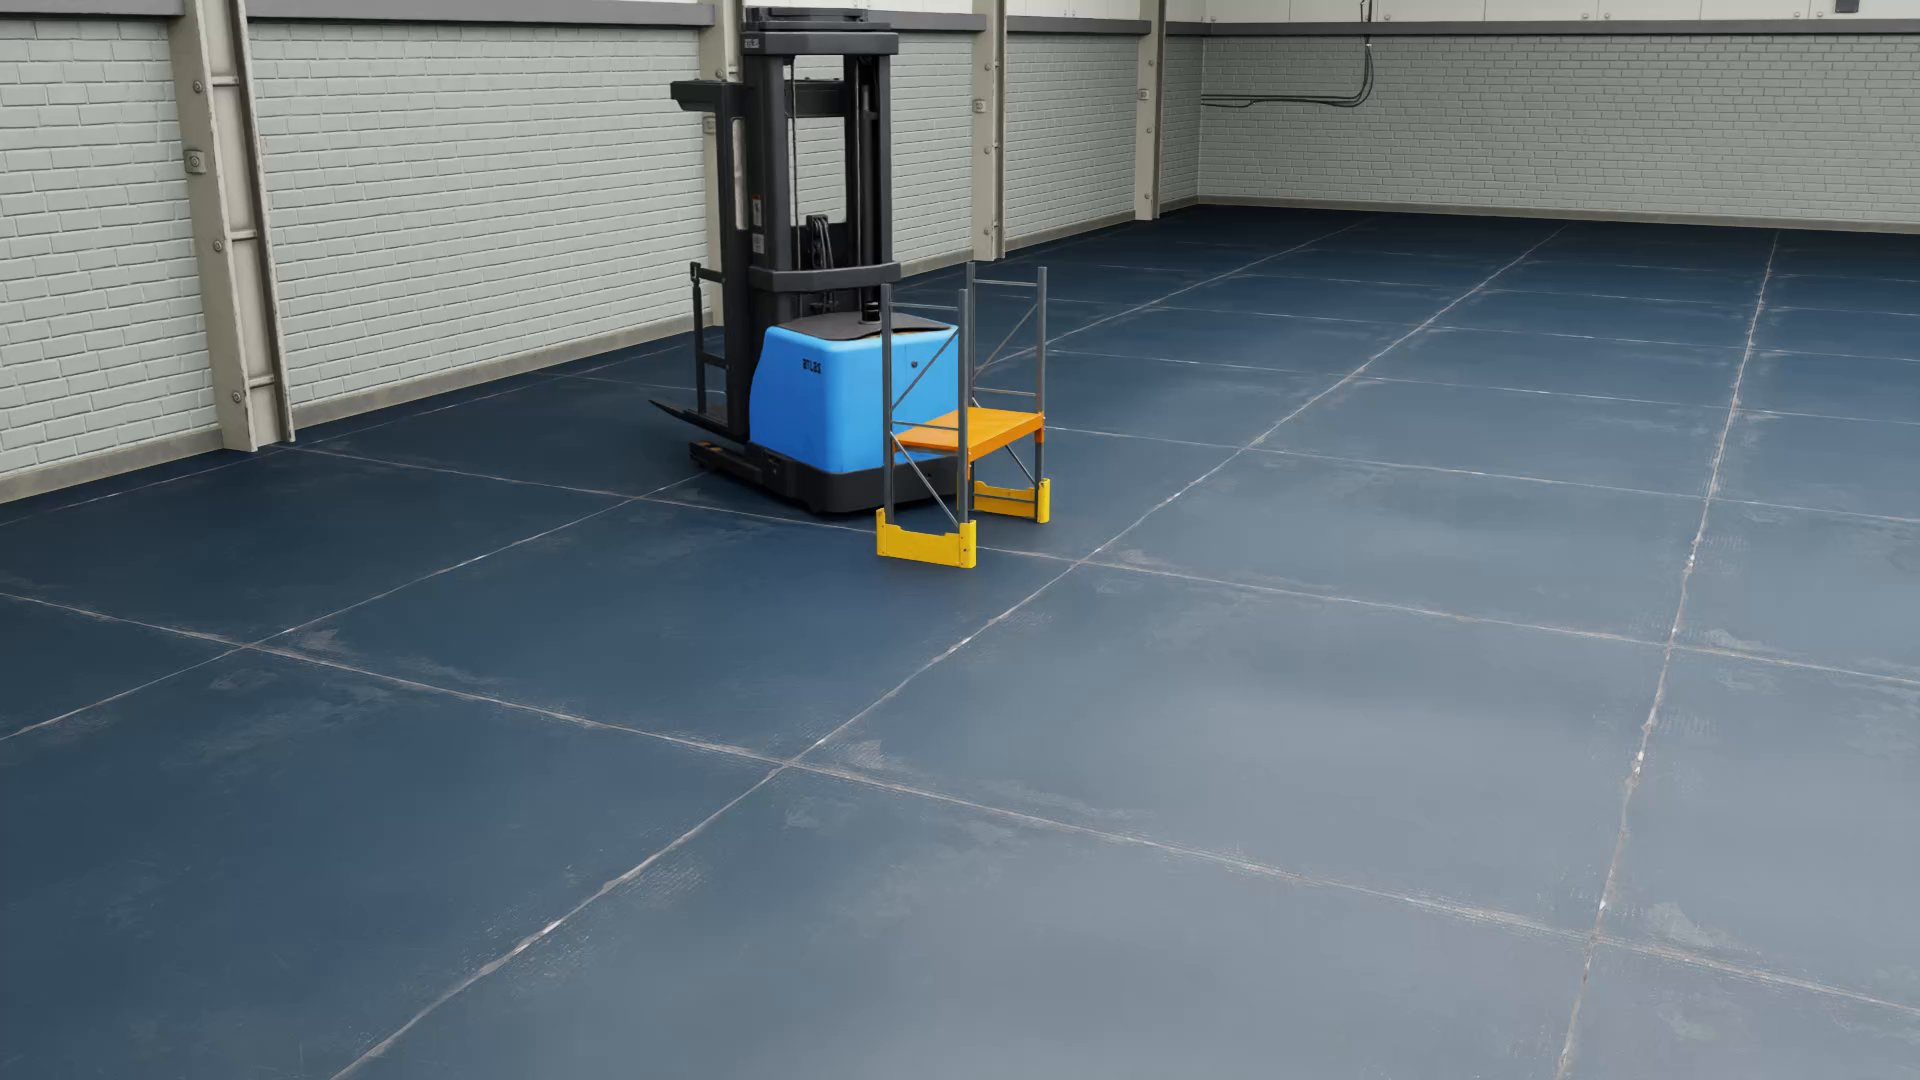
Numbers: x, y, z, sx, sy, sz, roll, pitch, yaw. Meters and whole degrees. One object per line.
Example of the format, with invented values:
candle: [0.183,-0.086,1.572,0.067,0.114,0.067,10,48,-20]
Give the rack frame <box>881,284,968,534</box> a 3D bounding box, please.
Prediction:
rack frame: [-0.189,-0.611,8.948,0.500,1.500,0.032,8,18,25]

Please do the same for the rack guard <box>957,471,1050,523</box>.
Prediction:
rack guard: [0.257,-0.266,9.981,0.587,0.250,0.087,8,18,25]

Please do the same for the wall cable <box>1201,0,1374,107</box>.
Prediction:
wall cable: [5.555,-8.676,28.384,3.097,2.526,0.112,8,18,25]

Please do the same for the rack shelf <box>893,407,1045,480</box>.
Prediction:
rack shelf: [0.038,-0.568,9.435,0.538,0.185,1.000,8,18,25]

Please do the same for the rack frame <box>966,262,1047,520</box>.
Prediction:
rack frame: [0.265,-0.870,9.820,0.500,1.500,0.032,8,18,25]

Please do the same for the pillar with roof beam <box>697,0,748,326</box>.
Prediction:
pillar with roof beam: [1.545,-5.978,13.847,9.100,9.000,0.400,8,18,25]

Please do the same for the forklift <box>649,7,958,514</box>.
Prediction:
forklift: [-1.164,-1.925,10.856,1.130,2.935,3.031,-11,20,-33]

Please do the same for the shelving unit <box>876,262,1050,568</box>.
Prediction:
shelving unit: [0.034,-0.738,9.376,0.587,1.500,1.083,8,18,25]

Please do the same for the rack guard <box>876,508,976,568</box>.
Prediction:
rack guard: [-0.188,-0.012,9.127,0.587,0.250,0.087,8,18,25]

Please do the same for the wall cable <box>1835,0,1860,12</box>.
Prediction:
wall cable: [14.041,-10.583,23.378,2.305,6.003,0.169,8,18,25]

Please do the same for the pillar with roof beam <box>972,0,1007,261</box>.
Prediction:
pillar with roof beam: [4.226,-7.506,18.992,9.100,9.000,0.400,8,18,25]

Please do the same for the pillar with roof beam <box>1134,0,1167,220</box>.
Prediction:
pillar with roof beam: [6.907,-9.035,24.138,9.100,9.000,0.400,8,18,25]

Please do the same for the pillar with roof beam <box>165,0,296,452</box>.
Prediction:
pillar with roof beam: [-1.136,-4.450,8.701,9.100,9.000,0.400,8,18,25]
